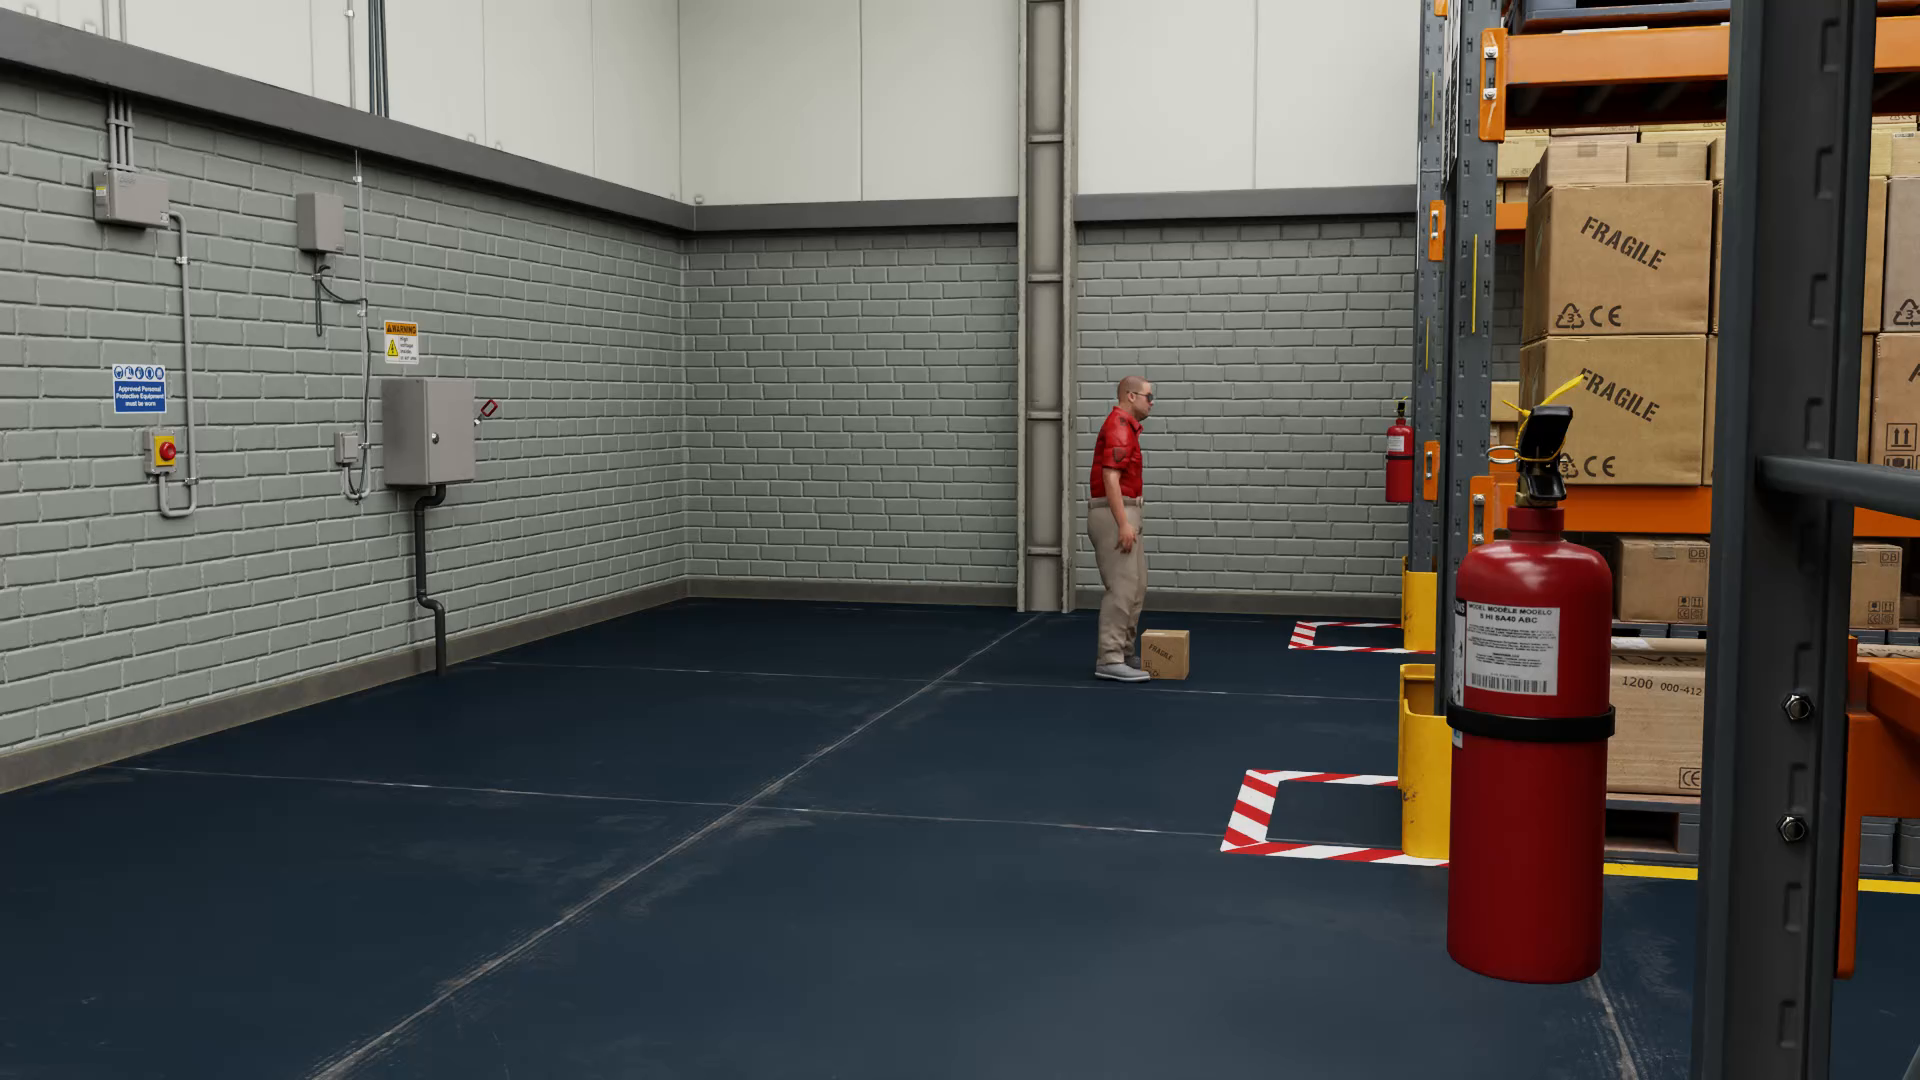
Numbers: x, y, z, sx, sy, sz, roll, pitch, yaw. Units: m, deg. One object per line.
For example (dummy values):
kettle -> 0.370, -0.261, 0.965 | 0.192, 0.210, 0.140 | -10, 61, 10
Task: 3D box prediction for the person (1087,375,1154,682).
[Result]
person -> 0.957, -0.082, 9.582 | 0.432, 1.727, 0.606 | 1, 5, 10
